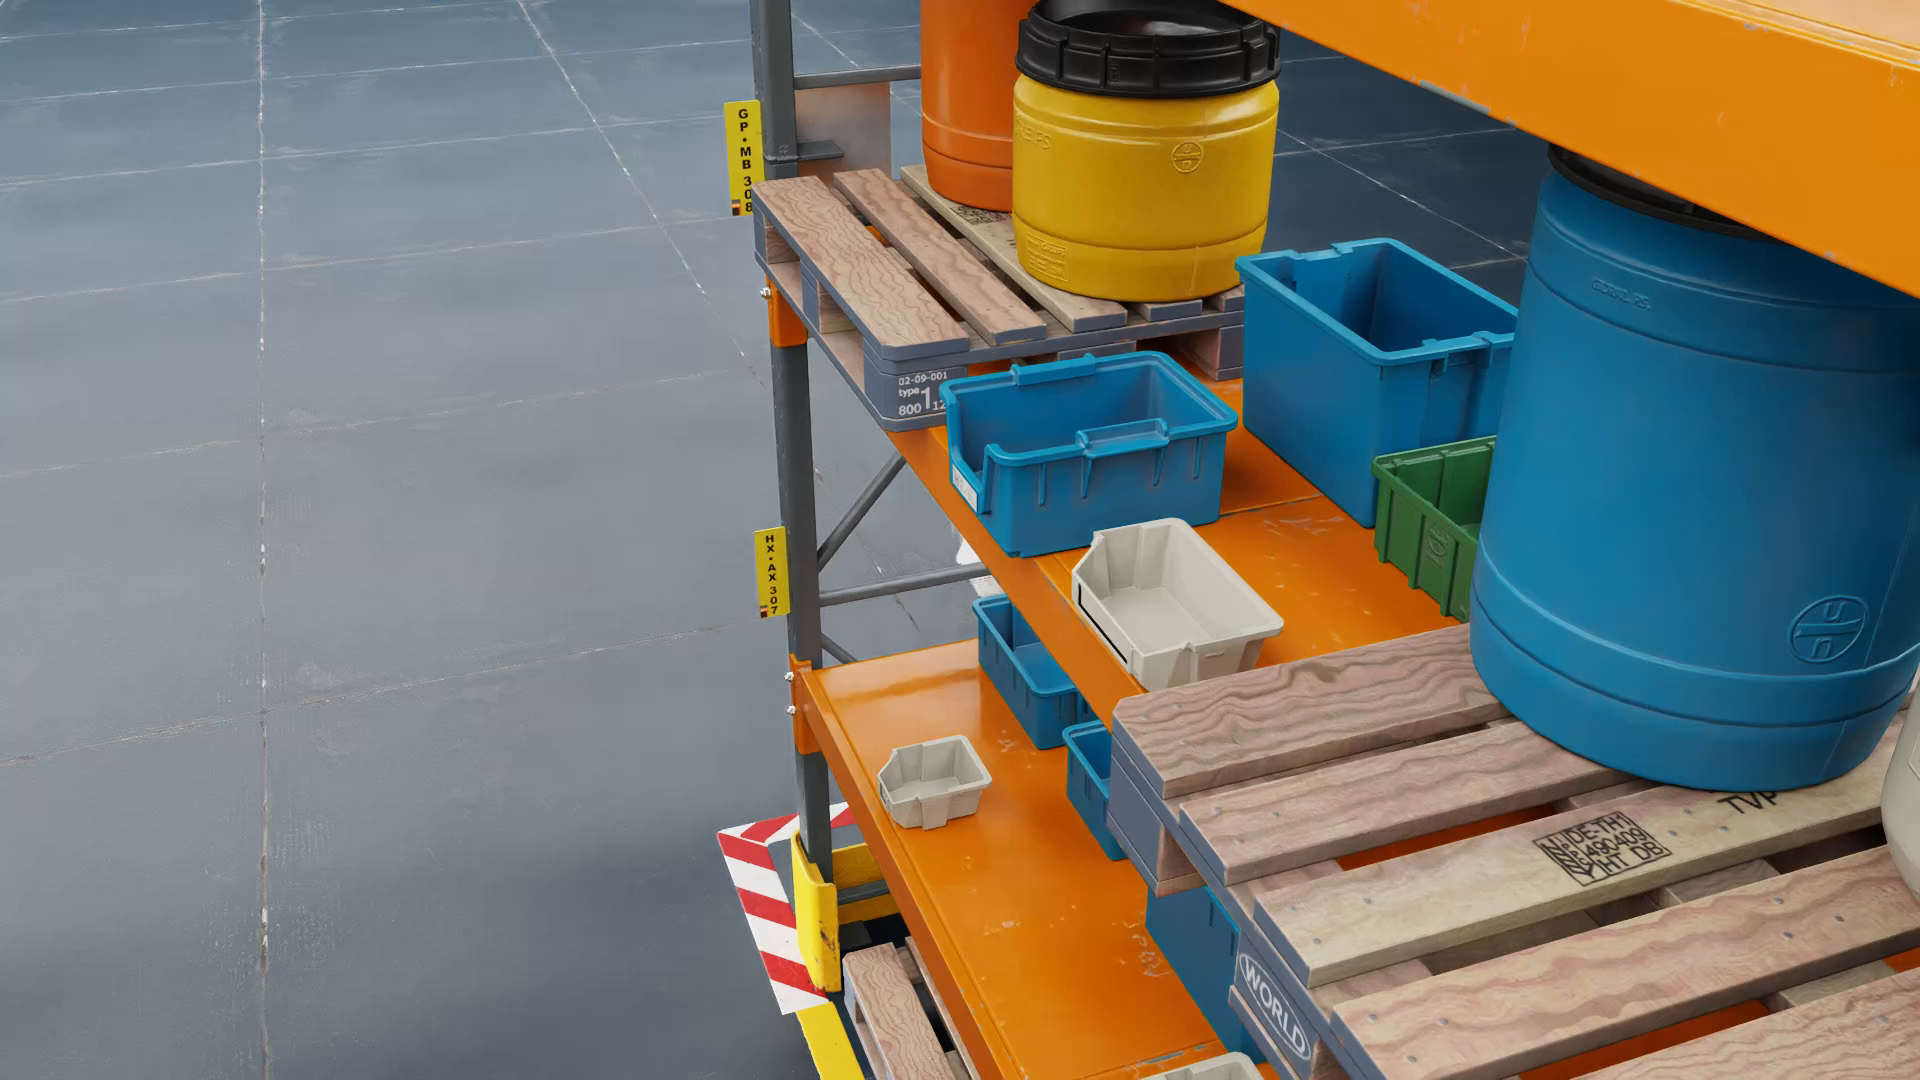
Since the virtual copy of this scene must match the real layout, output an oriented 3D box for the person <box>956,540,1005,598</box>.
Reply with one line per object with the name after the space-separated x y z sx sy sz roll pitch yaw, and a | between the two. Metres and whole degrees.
0.459 0.065 7.880 0.956 0.900 0.553 -10 31 -17 | person
